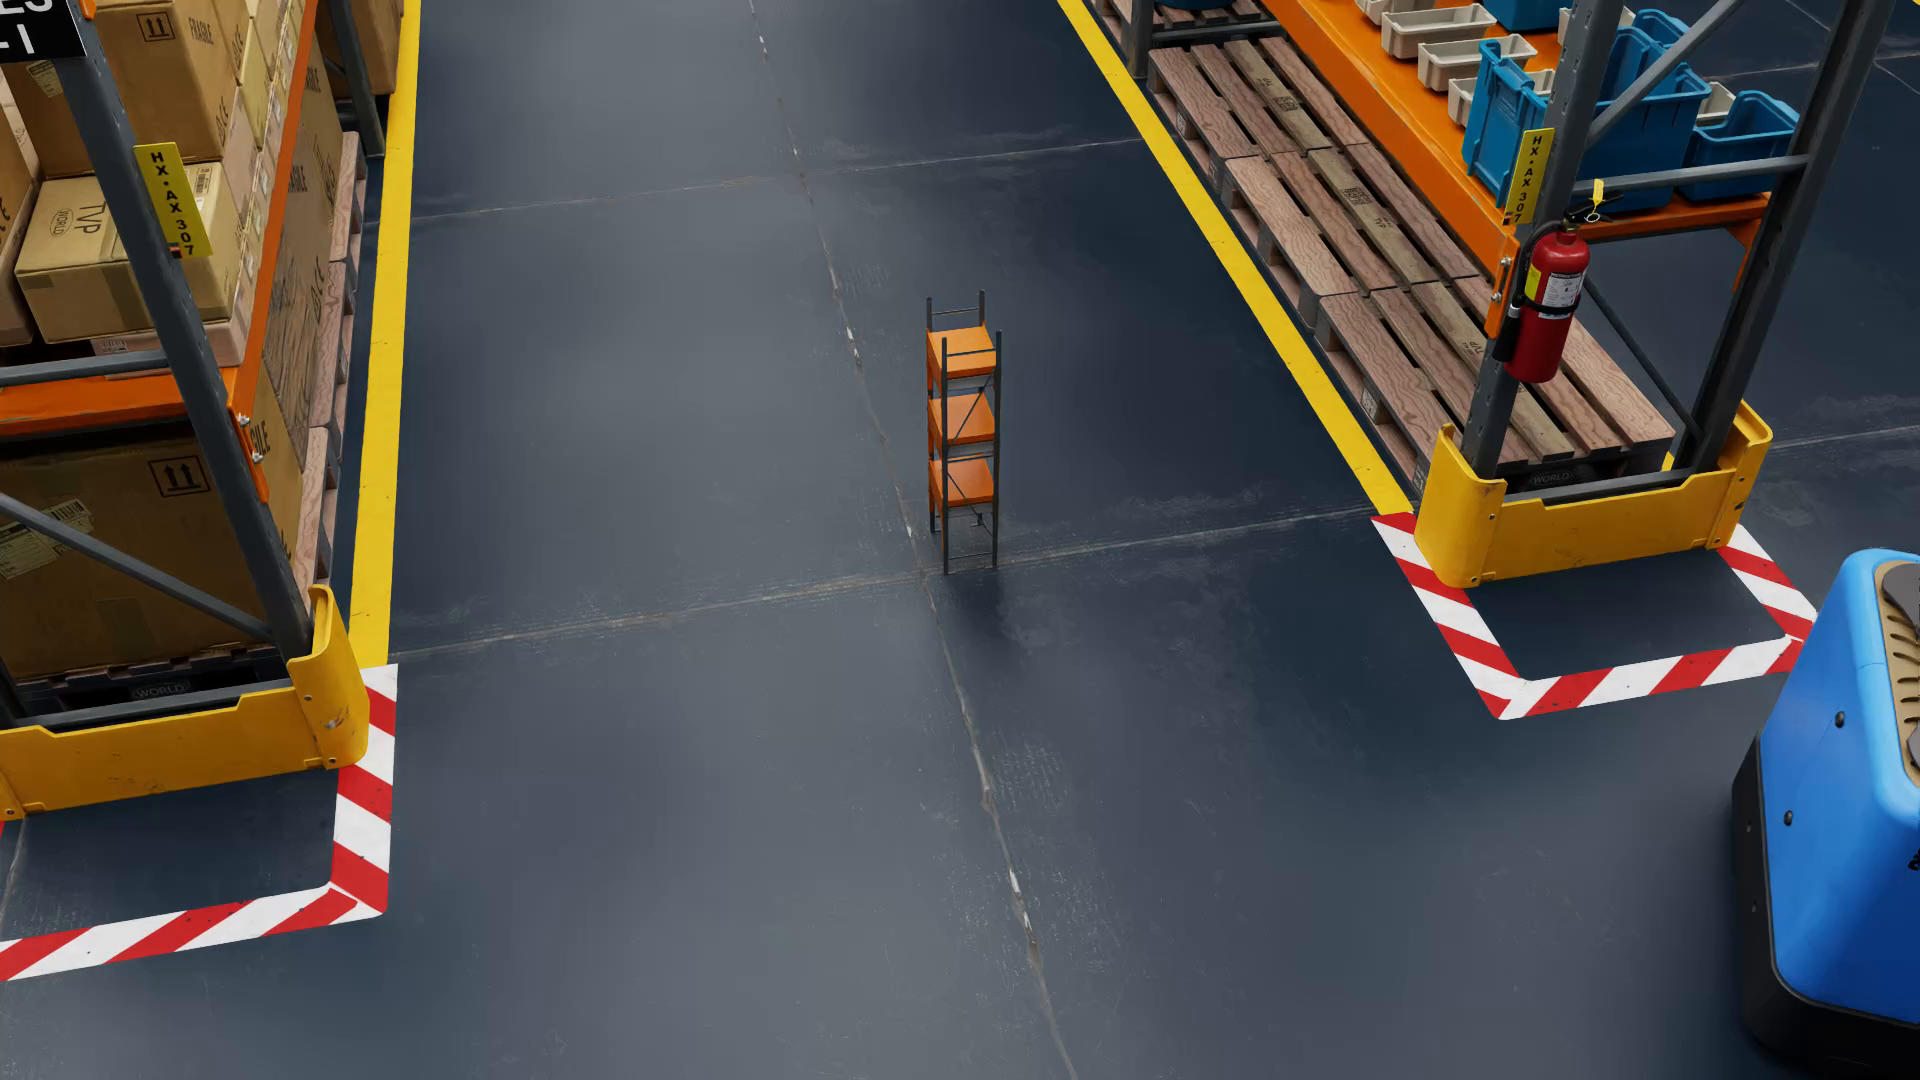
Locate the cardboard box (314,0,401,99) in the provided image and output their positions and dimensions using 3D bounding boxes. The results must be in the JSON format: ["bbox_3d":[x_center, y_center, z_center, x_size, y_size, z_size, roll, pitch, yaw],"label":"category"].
[{"bbox_3d":[-3.573,-2.802,8.431,1.225,0.875,0.875,-8,42,-9],"label":"cardboard box"}]

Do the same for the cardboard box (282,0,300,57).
[{"bbox_3d":[-2.752,-1.950,6.377,0.380,0.149,0.250,-9,42,-10],"label":"cardboard box"}]

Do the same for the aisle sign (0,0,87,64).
[{"bbox_3d":[-2.244,-1.403,3.613,0.394,0.787,0.004,-8,42,-9],"label":"aisle sign"}]

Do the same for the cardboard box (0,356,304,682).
[{"bbox_3d":[-2.768,-0.201,5.501,0.875,0.875,0.875,-8,42,-9],"label":"cardboard box"}]

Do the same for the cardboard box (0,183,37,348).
[{"bbox_3d":[-2.916,-0.766,4.742,0.500,0.250,0.500,-9,42,-10],"label":"cardboard box"}]

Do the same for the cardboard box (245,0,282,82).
[{"bbox_3d":[-2.733,-1.840,5.952,0.500,0.250,0.500,-9,42,-10],"label":"cardboard box"}]

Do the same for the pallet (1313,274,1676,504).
[{"bbox_3d":[2.144,-0.642,6.814,1.003,0.211,1.213,-8,42,-9],"label":"pallet"}]

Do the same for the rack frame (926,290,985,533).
[{"bbox_3d":[-0.015,-0.437,5.951,0.200,1.050,0.008,-8,42,-9],"label":"rack frame"}]

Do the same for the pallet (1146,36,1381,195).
[{"bbox_3d":[1.617,-2.223,8.596,1.003,0.211,1.213,-8,42,-9],"label":"pallet"}]

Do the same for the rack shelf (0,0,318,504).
[{"bbox_3d":[-2.984,-1.462,6.180,1.077,0.370,4.000,-8,42,-9],"label":"rack shelf"}]

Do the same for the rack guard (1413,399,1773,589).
[{"bbox_3d":[2.302,-0.196,6.094,1.175,0.500,0.348,-8,42,-9],"label":"rack guard"}]

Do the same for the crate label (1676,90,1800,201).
[{"bbox_3d":[2.552,-1.312,5.549,0.416,0.233,0.303,-8,42,-9],"label":"crate label"}]

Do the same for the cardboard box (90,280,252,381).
[{"bbox_3d":[-2.306,-0.618,4.876,0.380,0.149,0.250,-8,42,-9],"label":"cardboard box"}]

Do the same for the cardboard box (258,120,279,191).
[{"bbox_3d":[-2.530,-1.284,5.626,0.380,0.149,0.250,-9,42,-10],"label":"cardboard box"}]

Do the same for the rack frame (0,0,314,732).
[{"bbox_3d":[-2.552,-0.435,4.480,1.000,3.000,0.127,-8,42,-9],"label":"rack frame"}]

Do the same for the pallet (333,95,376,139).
[{"bbox_3d":[-3.656,-2.474,8.878,1.003,0.211,1.213,-8,42,-9],"label":"pallet"}]

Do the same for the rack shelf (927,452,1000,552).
[{"bbox_3d":[0.012,-0.142,6.054,0.215,0.259,0.240,-8,42,-9],"label":"rack shelf"}]

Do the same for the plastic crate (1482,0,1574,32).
[{"bbox_3d":[2.268,-2.165,6.510,0.416,0.233,0.300,-8,42,-9],"label":"plastic crate"}]

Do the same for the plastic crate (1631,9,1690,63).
[{"bbox_3d":[2.410,-1.738,6.030,0.416,0.233,0.300,-8,42,-9],"label":"plastic crate"}]

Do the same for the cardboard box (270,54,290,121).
[{"bbox_3d":[-2.640,-1.615,5.999,0.380,0.149,0.250,-9,42,-10],"label":"cardboard box"}]

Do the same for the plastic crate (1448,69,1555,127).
[{"bbox_3d":[1.931,-1.571,5.914,0.396,0.136,0.243,-8,42,-9],"label":"plastic crate"}]

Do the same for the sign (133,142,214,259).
[{"bbox_3d":[-2.009,-0.864,4.252,0.100,0.325,0.005,-8,42,-9],"label":"sign"}]

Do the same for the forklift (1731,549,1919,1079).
[{"bbox_3d":[3.764,0.305,3.698,3.031,2.935,1.130,11,43,13],"label":"forklift"}]

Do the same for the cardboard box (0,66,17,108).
[{"bbox_3d":[-3.135,-1.425,5.485,0.500,0.250,0.500,-10,43,-11],"label":"cardboard box"}]

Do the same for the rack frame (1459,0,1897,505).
[{"bbox_3d":[2.284,-1.145,5.280,1.000,3.000,0.127,-8,42,-9],"label":"rack frame"}]

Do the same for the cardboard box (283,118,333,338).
[{"bbox_3d":[-3.157,-1.367,6.815,0.875,0.875,0.875,-8,42,-9],"label":"cardboard box"}]

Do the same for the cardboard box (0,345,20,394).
[{"bbox_3d":[-2.950,-0.525,4.771,0.380,0.149,0.250,-8,42,-8],"label":"cardboard box"}]

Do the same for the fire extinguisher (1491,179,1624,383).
[{"bbox_3d":[1.873,-0.813,5.246,0.296,0.674,0.183,-8,42,-9],"label":"fire extinguisher"}]

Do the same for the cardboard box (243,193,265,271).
[{"bbox_3d":[-2.419,-0.950,5.250,0.380,0.149,0.250,-9,42,-10],"label":"cardboard box"}]

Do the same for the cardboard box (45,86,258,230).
[{"bbox_3d":[-2.511,-1.176,5.204,0.500,0.250,0.500,-9,42,-10],"label":"cardboard box"}]

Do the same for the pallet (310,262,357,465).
[{"bbox_3d":[-3.061,-0.688,6.866,1.003,0.211,1.213,-8,42,-9],"label":"pallet"}]

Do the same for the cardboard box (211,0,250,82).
[{"bbox_3d":[-2.618,-1.779,5.319,0.500,0.500,0.500,-9,42,-10],"label":"cardboard box"}]

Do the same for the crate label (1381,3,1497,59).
[{"bbox_3d":[1.799,-1.938,6.327,0.396,0.136,0.243,-8,42,-9],"label":"crate label"}]

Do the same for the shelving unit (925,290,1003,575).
[{"bbox_3d":[0.012,-0.358,5.862,0.215,1.050,0.252,-8,42,-9],"label":"shelving unit"}]
